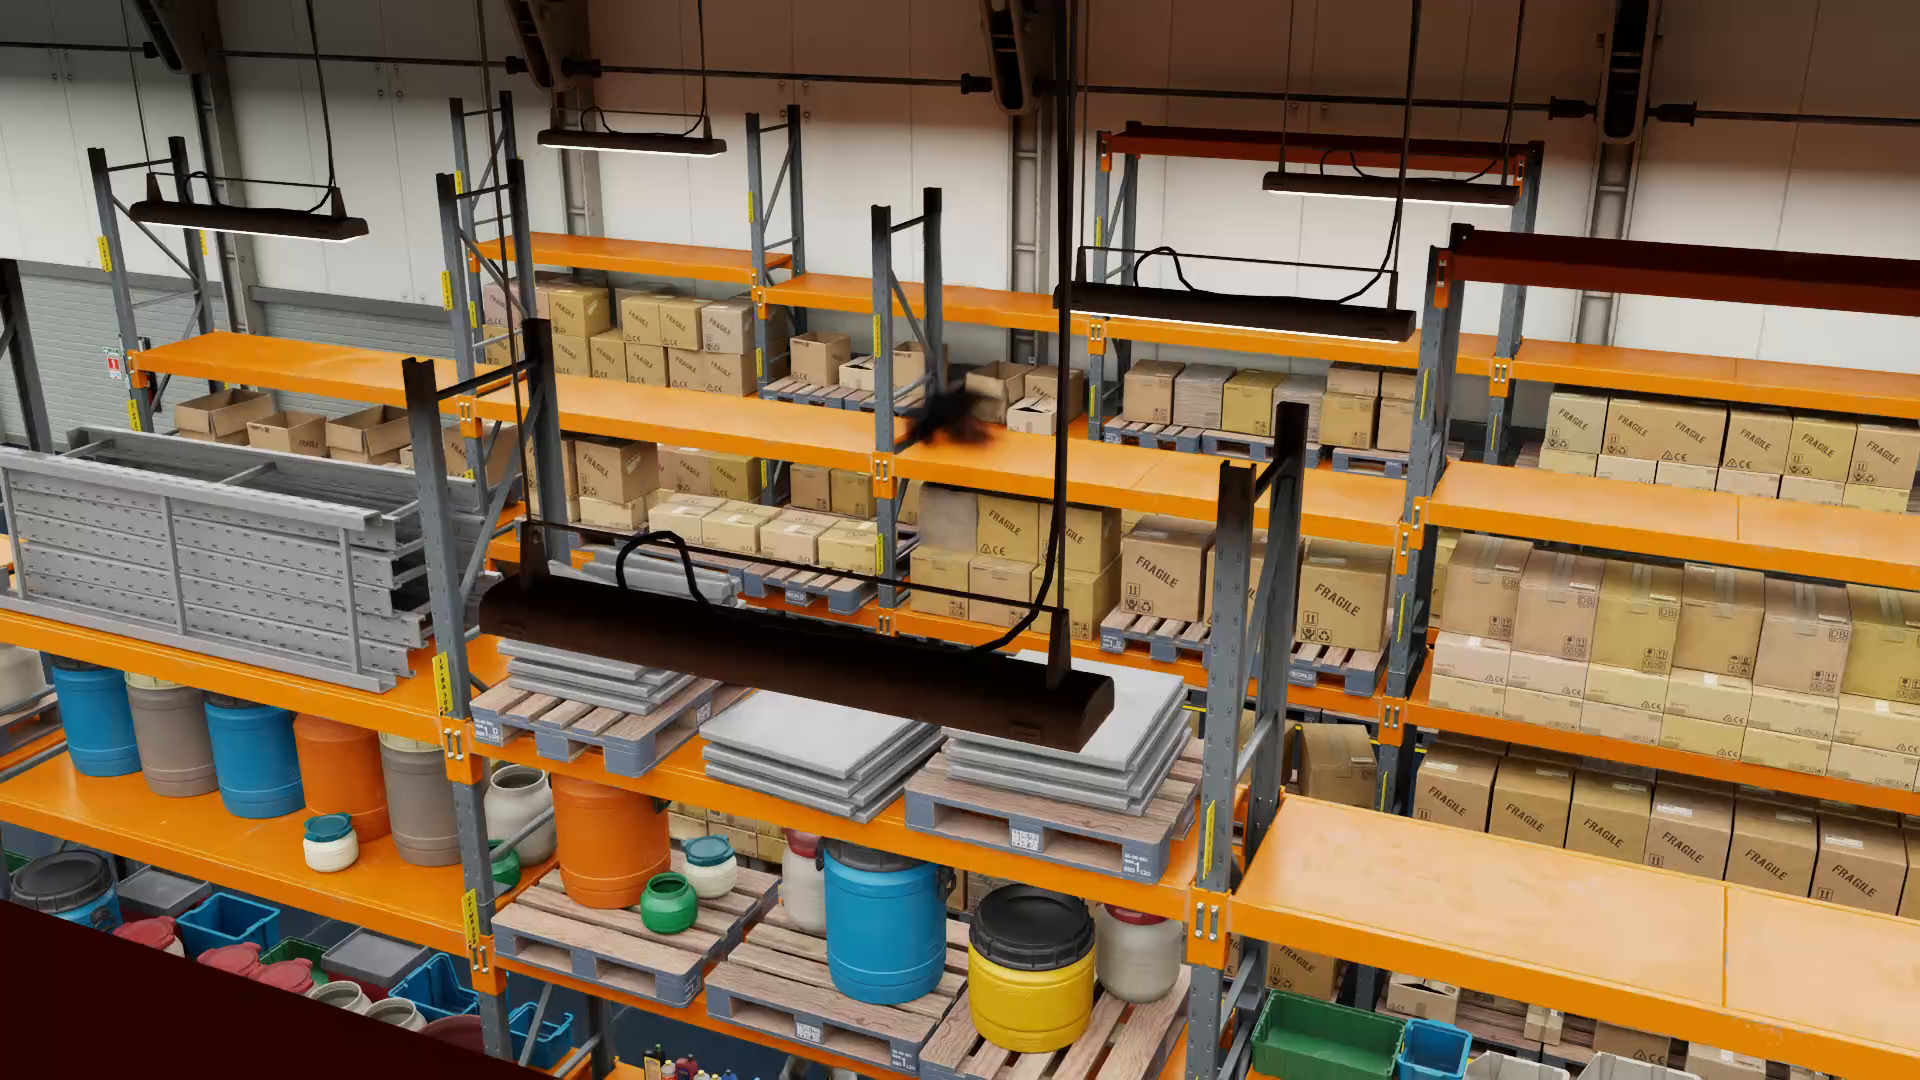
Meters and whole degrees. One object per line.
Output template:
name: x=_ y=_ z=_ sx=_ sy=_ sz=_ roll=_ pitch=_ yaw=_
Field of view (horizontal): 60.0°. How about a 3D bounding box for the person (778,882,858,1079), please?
person: x=-0.934 y=3.164 z=11.051 sx=0.879 sy=1.822 sz=0.662 roll=11 pitch=23 yaw=27
